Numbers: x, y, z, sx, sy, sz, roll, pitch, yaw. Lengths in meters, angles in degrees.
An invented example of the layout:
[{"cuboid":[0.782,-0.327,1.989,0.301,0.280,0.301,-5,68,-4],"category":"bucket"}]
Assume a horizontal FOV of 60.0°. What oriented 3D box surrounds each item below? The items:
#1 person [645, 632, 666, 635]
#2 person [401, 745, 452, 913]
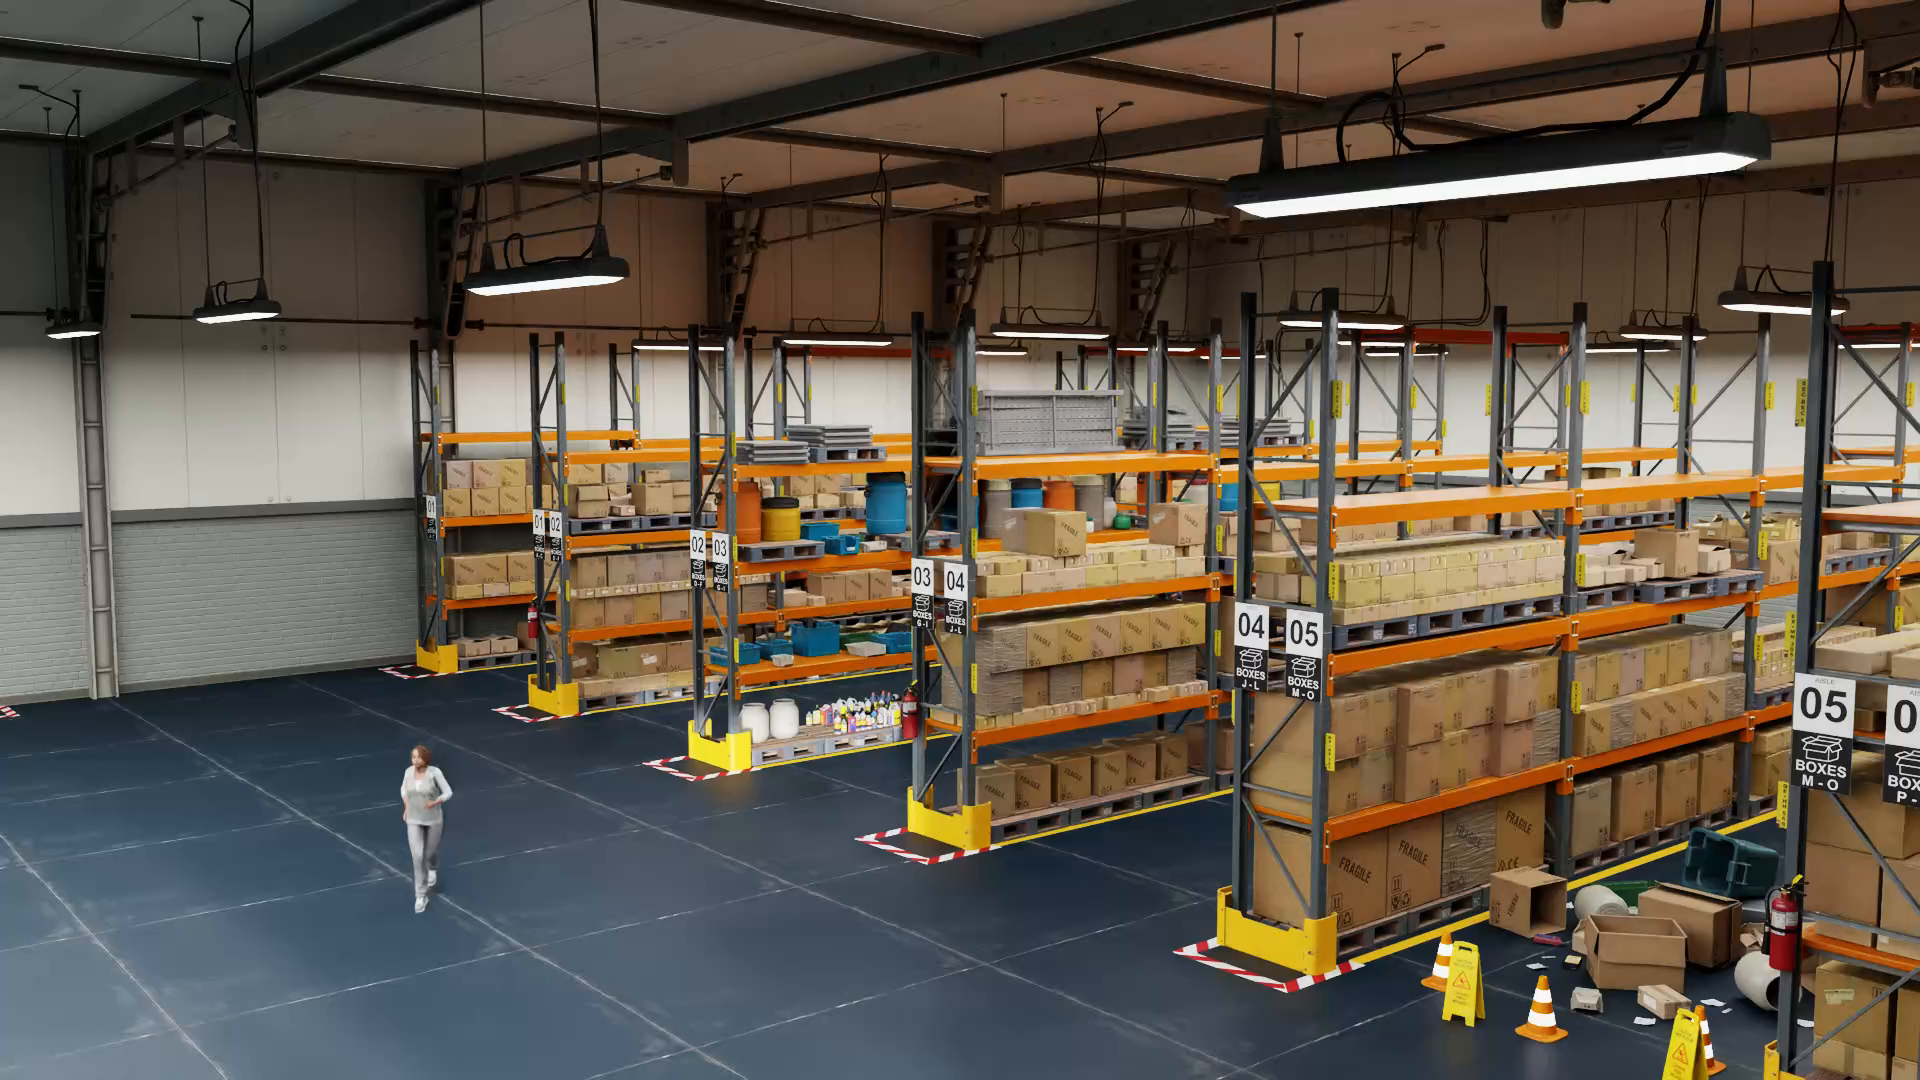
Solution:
[{"cuboid":[-5.507,1.539,30.135,0.643,1.676,0.577,4,7,38],"category":"person"},{"cuboid":[-5.343,2.840,16.653,0.526,1.592,0.815,-1,5,-7],"category":"person"}]
